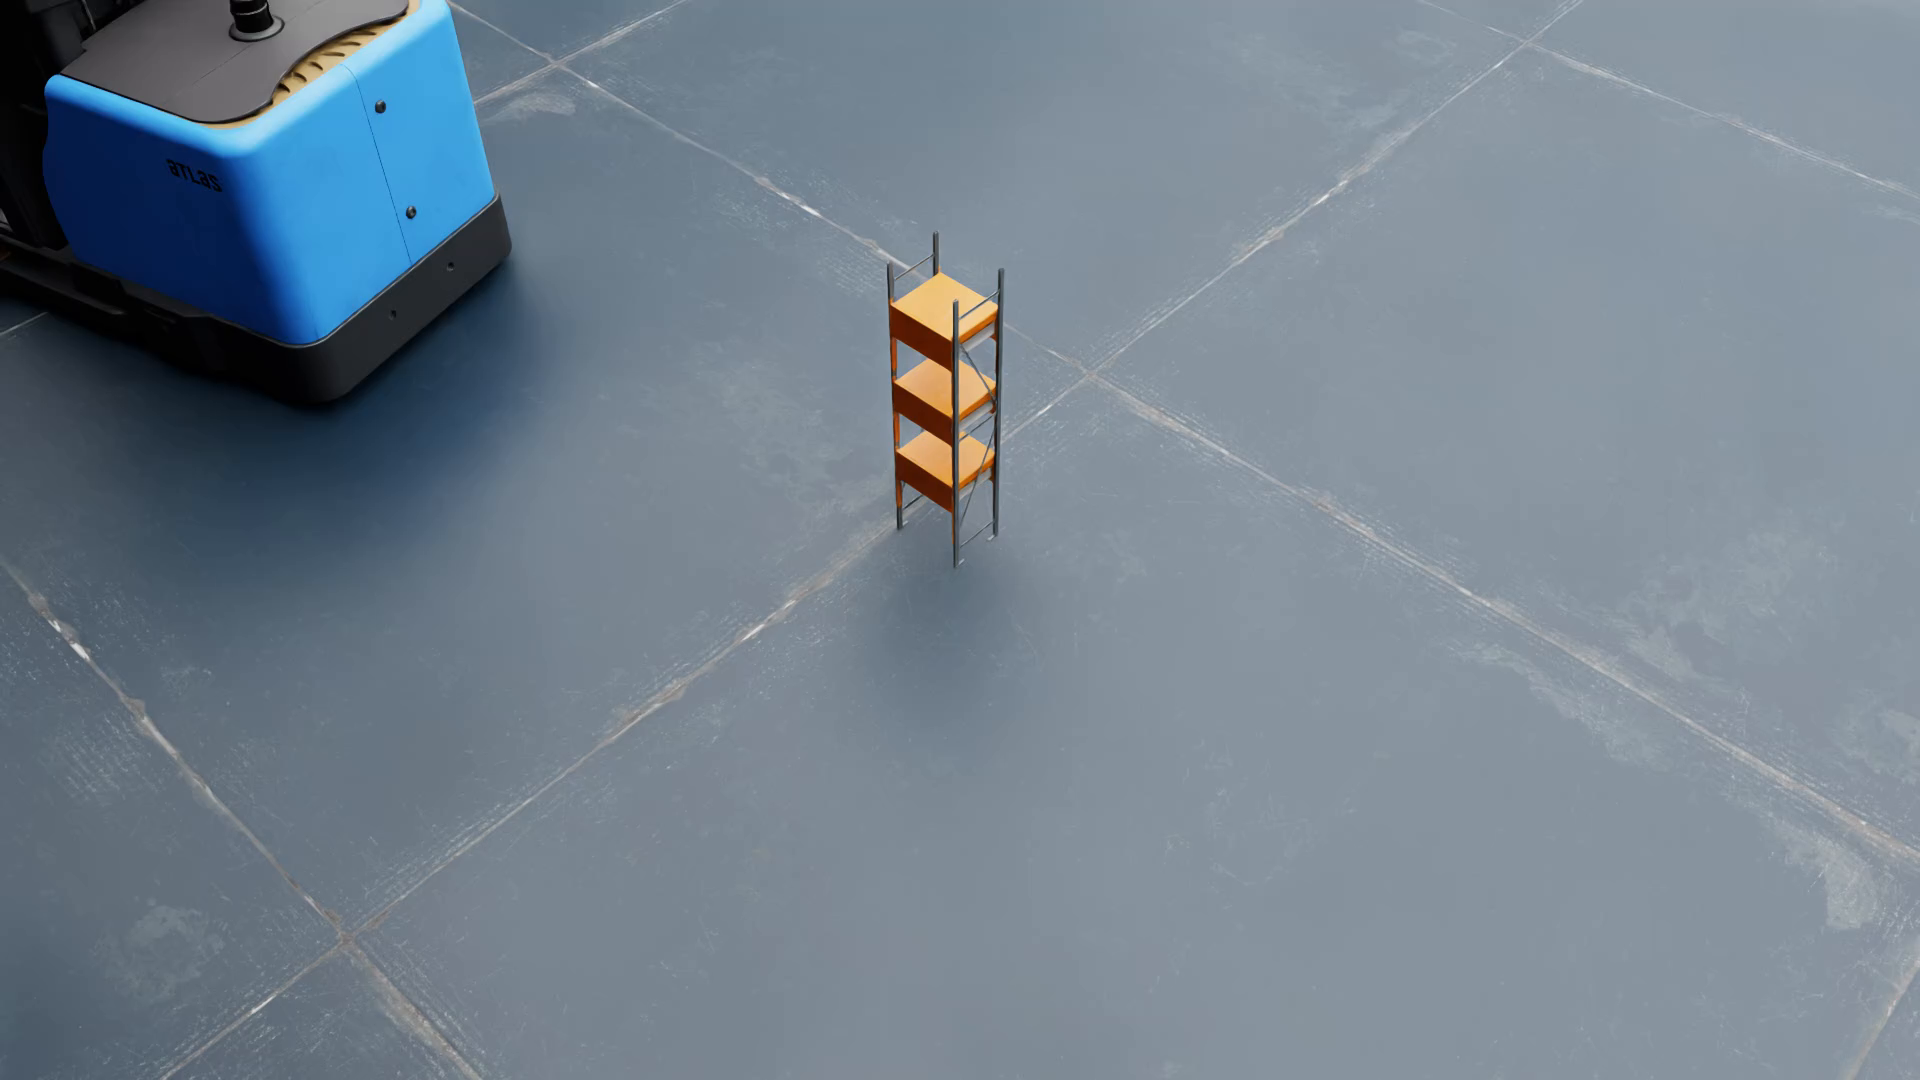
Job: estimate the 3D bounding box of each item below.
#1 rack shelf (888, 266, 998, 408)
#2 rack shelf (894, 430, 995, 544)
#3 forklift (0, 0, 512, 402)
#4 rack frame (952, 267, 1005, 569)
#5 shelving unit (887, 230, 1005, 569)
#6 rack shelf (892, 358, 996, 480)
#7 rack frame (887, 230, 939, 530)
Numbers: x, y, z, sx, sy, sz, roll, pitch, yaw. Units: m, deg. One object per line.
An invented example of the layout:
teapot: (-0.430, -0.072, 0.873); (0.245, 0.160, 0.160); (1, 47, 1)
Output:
rack shelf: (-0.039, -0.573, 4.693); (0.240, 0.259, 0.215); (34, 55, 28)
rack shelf: (-0.039, -0.188, 5.102); (0.240, 0.259, 0.215); (34, 55, 28)
forklift: (-3.208, -2.243, 5.346); (3.031, 2.935, 1.130); (21, 50, 19)
rack frame: (0.050, -0.326, 4.835); (0.008, 1.050, 0.200); (34, 55, 28)
shelving unit: (-0.039, -0.386, 4.892); (0.252, 1.050, 0.215); (34, 55, 28)
rack shelf: (-0.039, -0.379, 4.900); (0.240, 0.259, 0.215); (34, 55, 28)
rack frame: (-0.129, -0.446, 4.949); (0.008, 1.050, 0.200); (34, 55, 28)
